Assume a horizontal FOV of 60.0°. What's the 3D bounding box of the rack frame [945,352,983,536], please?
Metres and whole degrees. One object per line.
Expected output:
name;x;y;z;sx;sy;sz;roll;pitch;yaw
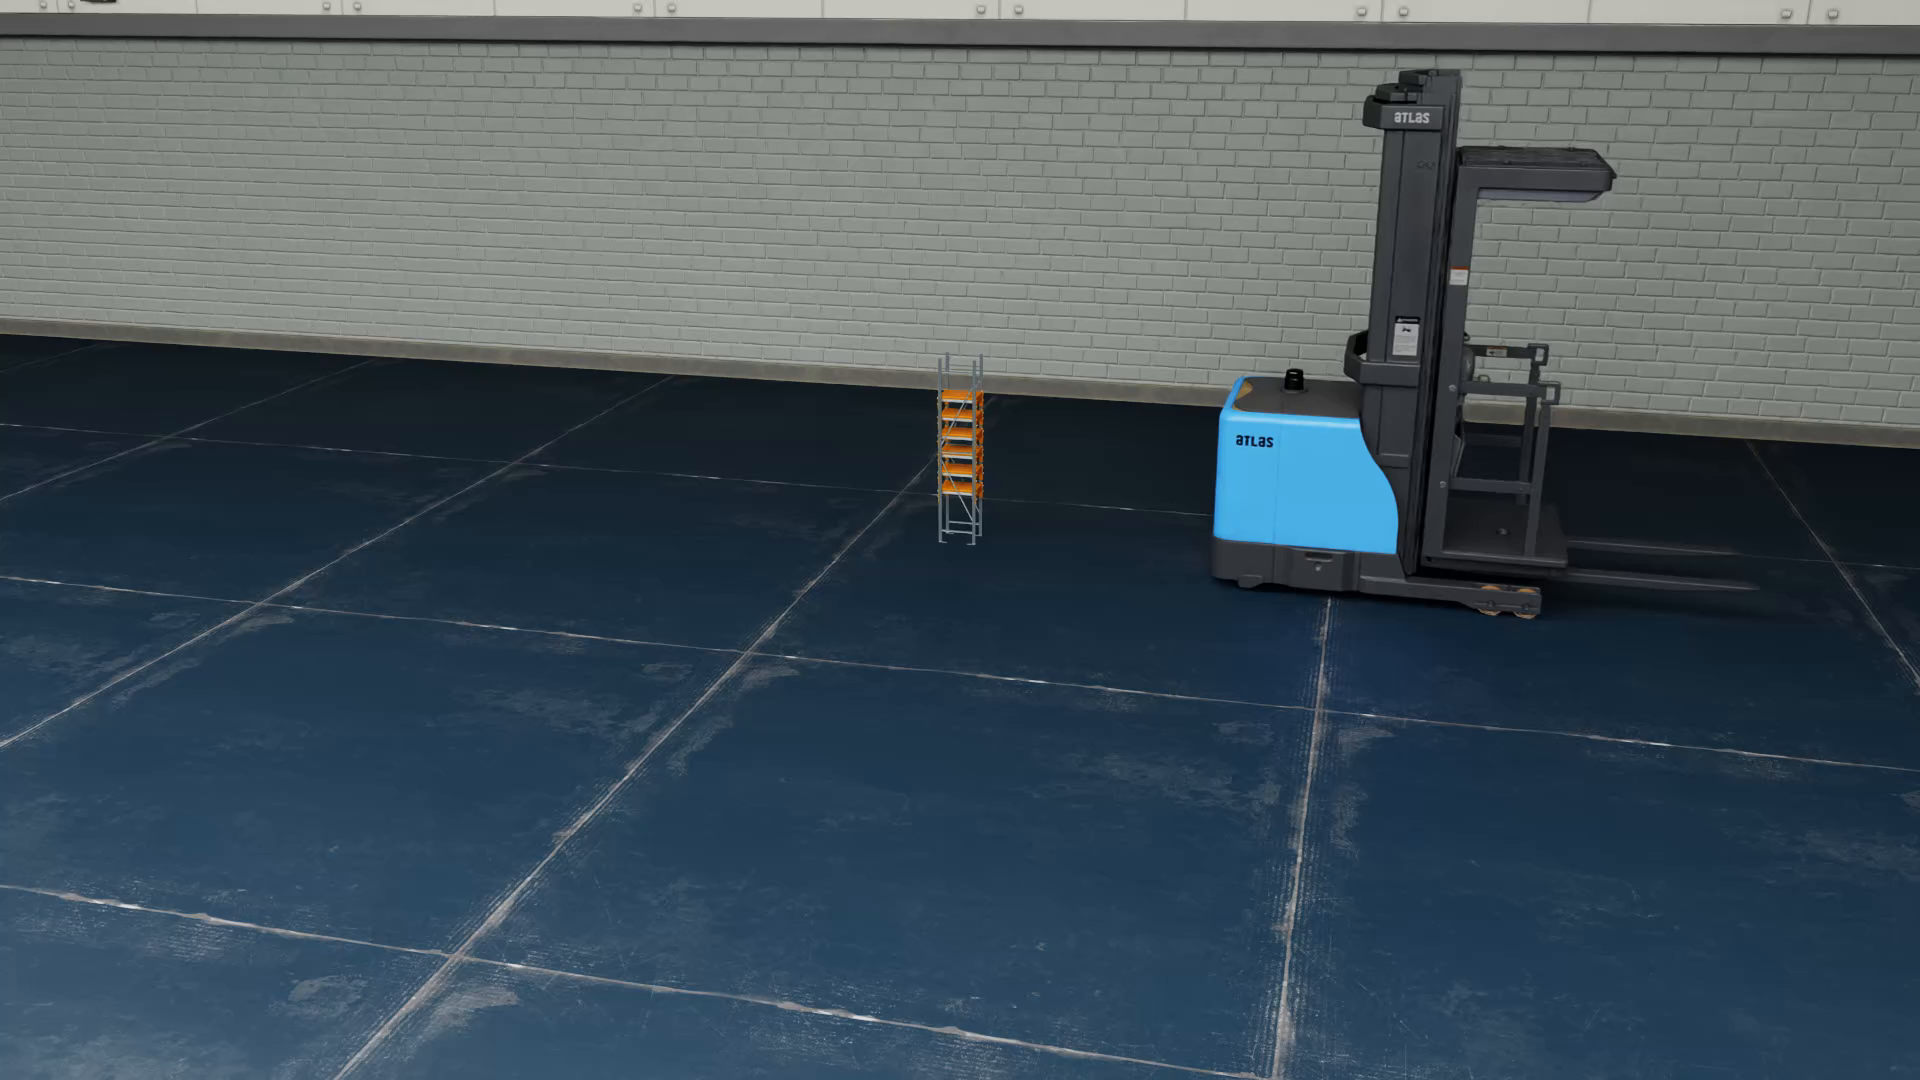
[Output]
rack frame;0.026;-0.601;10.591;0.240;1.200;0.006;5;19;13

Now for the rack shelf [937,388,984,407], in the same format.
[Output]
rack shelf;0.004;-0.871;10.405;0.258;0.103;0.180;5;19;13

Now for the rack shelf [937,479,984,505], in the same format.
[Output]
rack shelf;0.004;-0.303;10.599;0.258;0.103;0.180;5;19;13

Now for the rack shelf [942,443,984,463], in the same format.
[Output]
rack shelf;0.004;-0.530;10.521;0.258;0.103;0.180;5;19;13

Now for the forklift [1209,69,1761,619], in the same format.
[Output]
forklift;3.057;-1.134;9.473;3.031;2.935;1.130;5;19;14

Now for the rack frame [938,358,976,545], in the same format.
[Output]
rack frame;-0.019;-0.544;10.423;0.240;1.200;0.006;5;19;13

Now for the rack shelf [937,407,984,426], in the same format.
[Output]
rack shelf;0.004;-0.757;10.444;0.258;0.103;0.180;5;19;13

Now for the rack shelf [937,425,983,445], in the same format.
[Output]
rack shelf;0.004;-0.644;10.482;0.258;0.103;0.180;5;19;13

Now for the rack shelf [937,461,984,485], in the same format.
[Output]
rack shelf;0.004;-0.417;10.560;0.258;0.103;0.180;5;19;13

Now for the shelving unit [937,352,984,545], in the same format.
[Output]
shelving unit;0.004;-0.572;10.507;0.258;1.200;0.189;5;19;13
